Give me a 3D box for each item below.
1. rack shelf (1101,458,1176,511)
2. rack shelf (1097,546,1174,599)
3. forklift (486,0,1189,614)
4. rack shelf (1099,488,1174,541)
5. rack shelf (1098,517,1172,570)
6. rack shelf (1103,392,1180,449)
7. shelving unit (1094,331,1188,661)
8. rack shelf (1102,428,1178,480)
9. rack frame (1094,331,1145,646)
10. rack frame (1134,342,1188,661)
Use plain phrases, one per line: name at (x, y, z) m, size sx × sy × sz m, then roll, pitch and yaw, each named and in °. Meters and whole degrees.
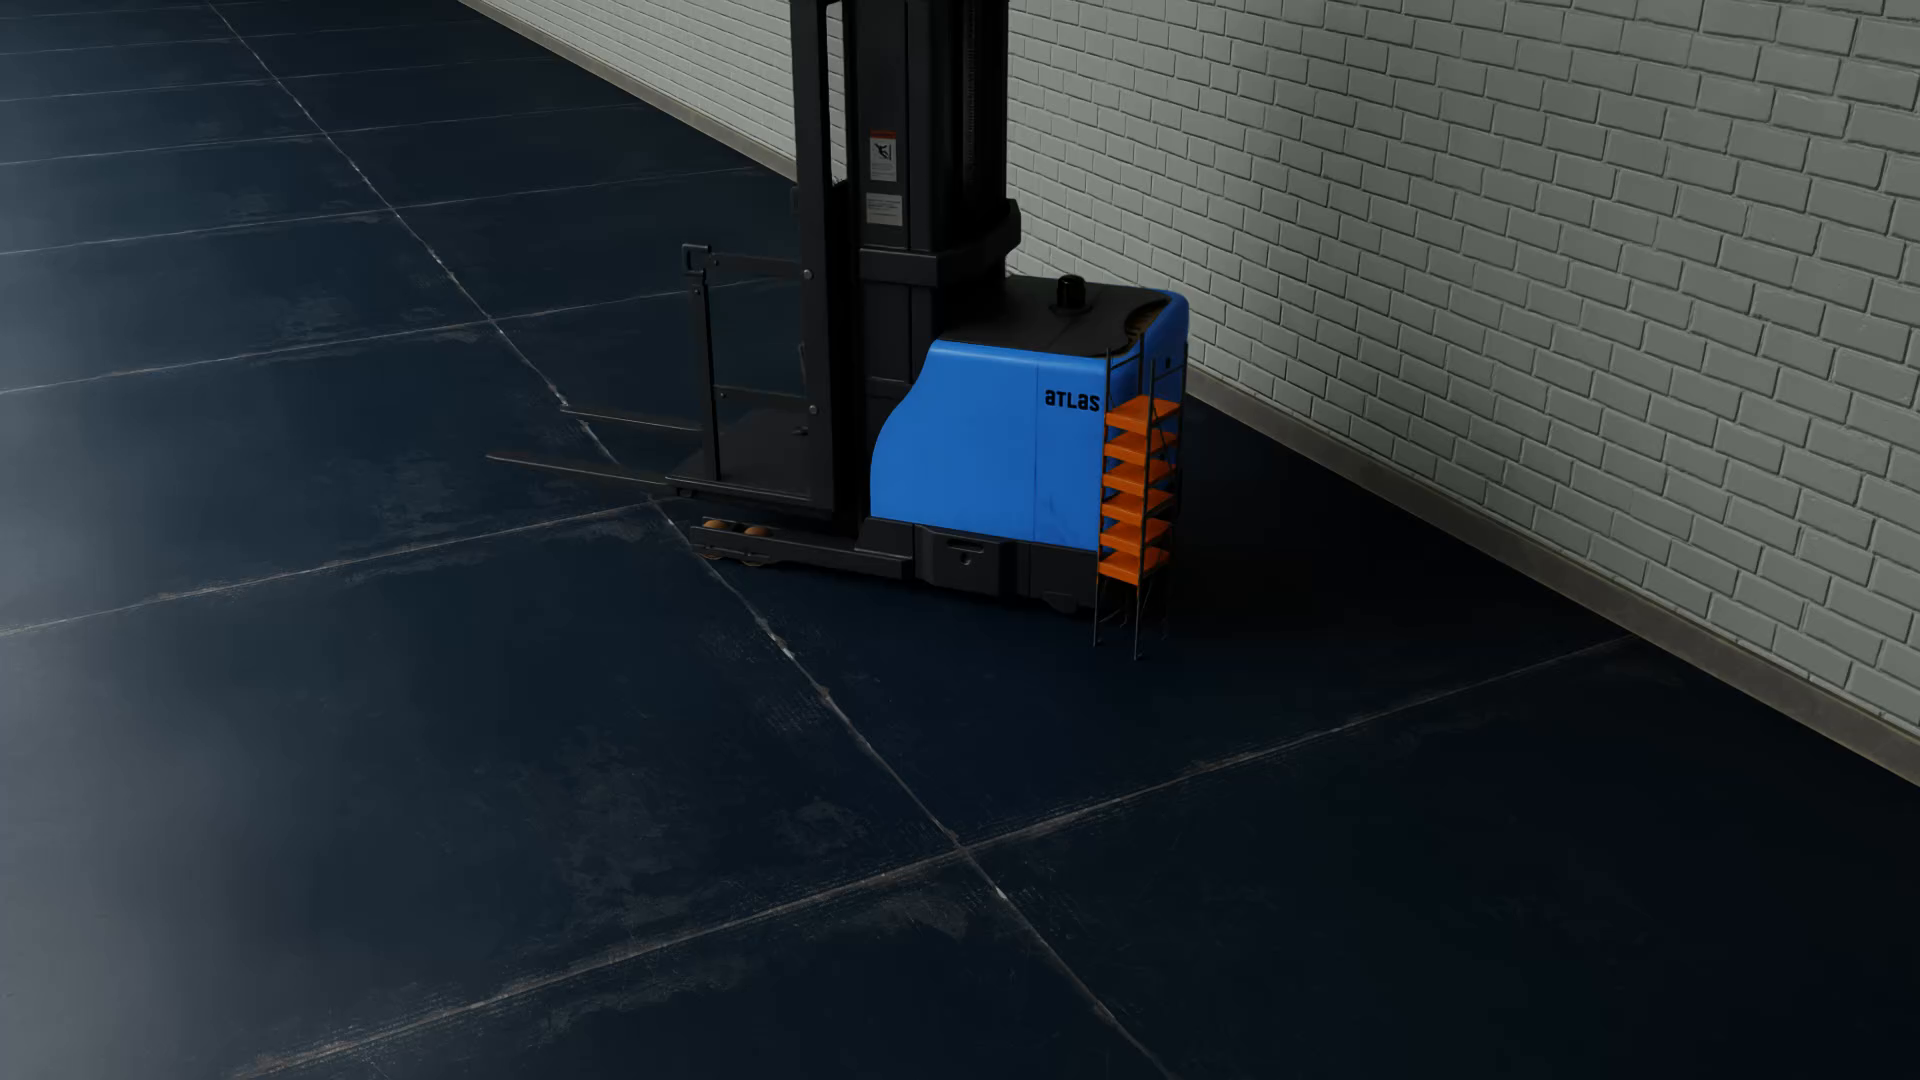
rack shelf at (0.665, -0.218, 6.126) m, size 0.180 × 0.103 × 0.258 m, roll 19°, pitch 31°, yaw 33°
rack shelf at (0.663, 0.106, 6.283) m, size 0.180 × 0.103 × 0.258 m, roll 19°, pitch 31°, yaw 33°
forklift at (-0.610, -1.411, 6.786) m, size 3.031 × 2.935 × 1.130 m, roll 9°, pitch 27°, yaw 18°
rack shelf at (0.664, -0.110, 6.178) m, size 0.180 × 0.103 × 0.258 m, roll 19°, pitch 31°, yaw 33°
rack shelf at (0.664, -0.002, 6.231) m, size 0.180 × 0.103 × 0.258 m, roll 19°, pitch 31°, yaw 33°
rack shelf at (0.666, -0.434, 6.022) m, size 0.180 × 0.103 × 0.258 m, roll 19°, pitch 31°, yaw 33°
shelving unit at (0.664, -0.150, 6.159) m, size 0.189 × 1.200 × 0.258 m, roll 19°, pitch 31°, yaw 33°
rack shelf at (0.665, -0.326, 6.074) m, size 0.180 × 0.103 × 0.258 m, roll 19°, pitch 31°, yaw 33°
rack frame at (0.592, -0.175, 6.209) m, size 0.006 × 1.200 × 0.240 m, roll 19°, pitch 31°, yaw 33°
rack frame at (0.737, -0.126, 6.109) m, size 0.006 × 1.200 × 0.240 m, roll 19°, pitch 31°, yaw 33°
